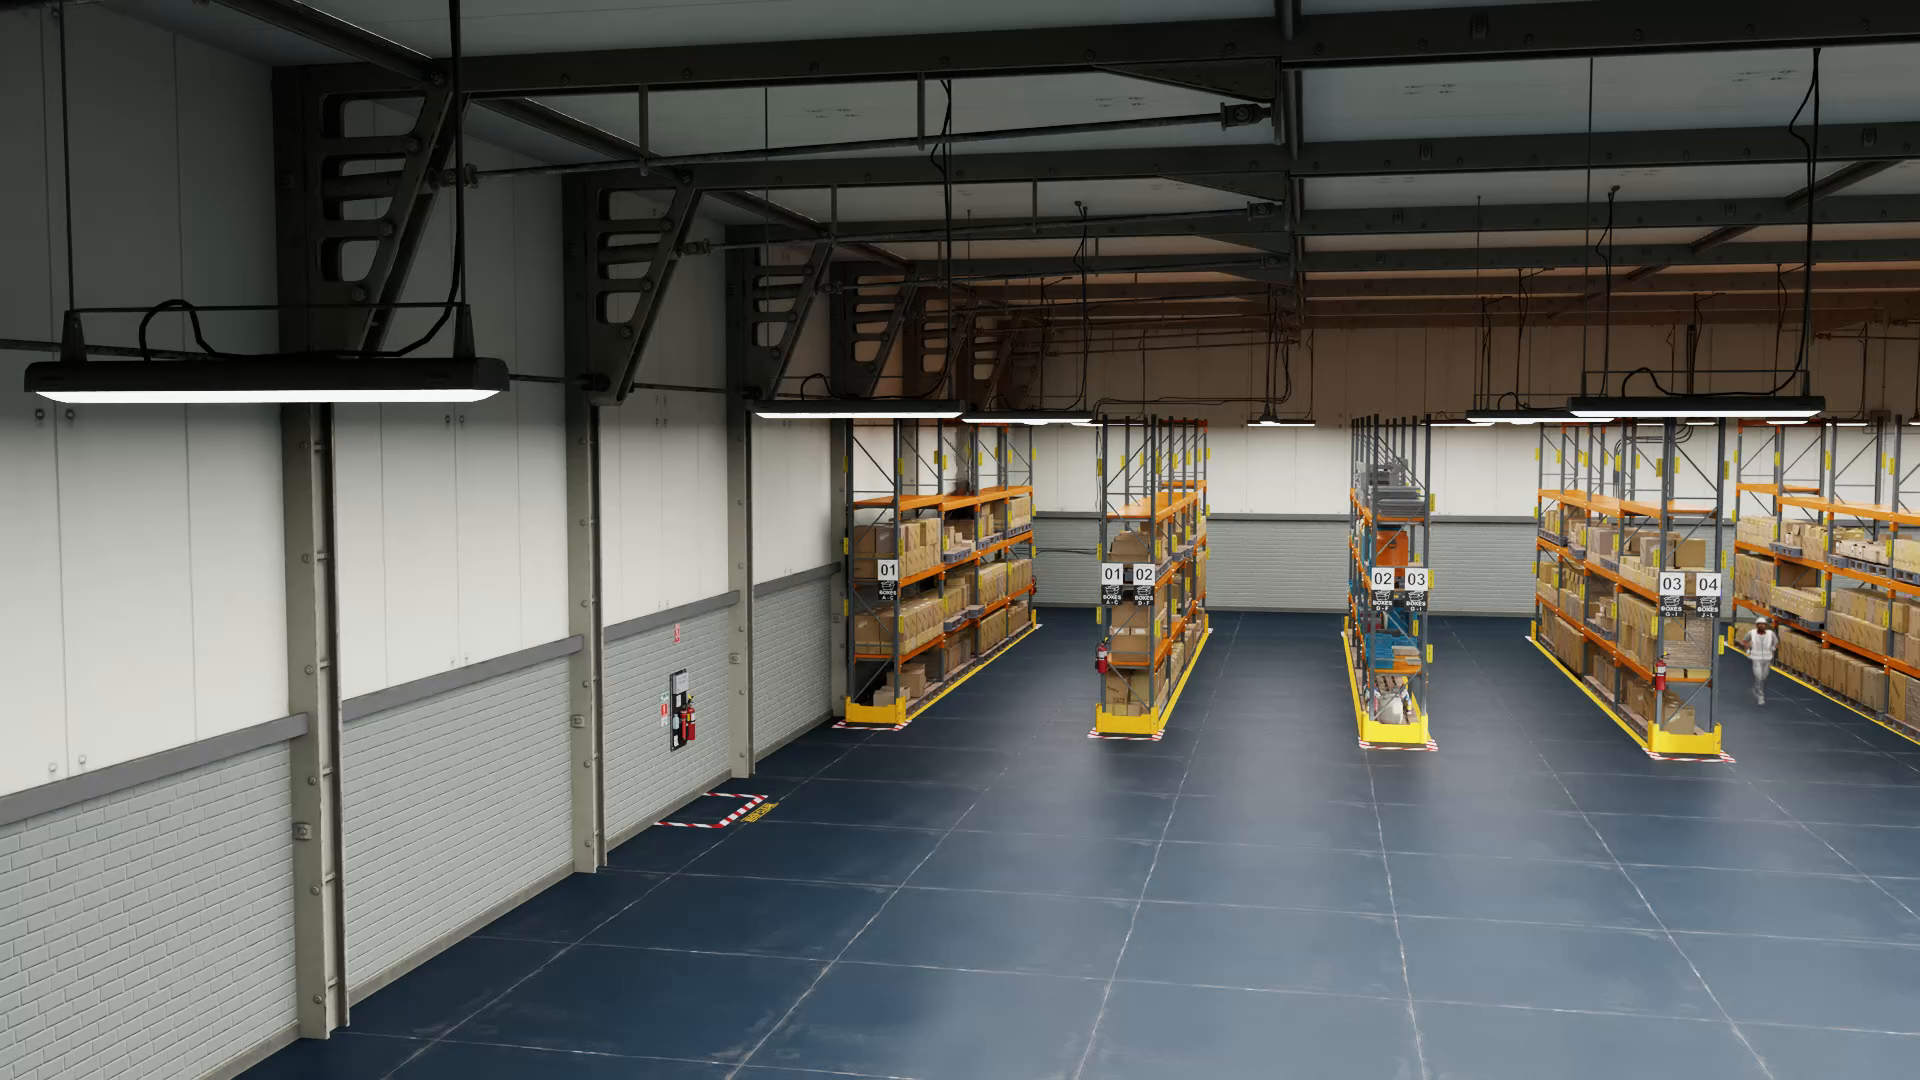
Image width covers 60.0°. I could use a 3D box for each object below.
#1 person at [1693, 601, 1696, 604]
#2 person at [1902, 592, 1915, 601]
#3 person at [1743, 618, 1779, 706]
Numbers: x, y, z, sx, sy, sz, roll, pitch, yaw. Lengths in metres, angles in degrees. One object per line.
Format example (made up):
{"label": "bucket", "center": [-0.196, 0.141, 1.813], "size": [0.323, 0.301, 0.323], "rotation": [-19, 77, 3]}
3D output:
{"label": "person", "center": [20.187, 1.922, 45.174], "size": [0.681, 1.653, 0.732], "rotation": [-1, 4, -12]}
{"label": "person", "center": [25.305, 1.989, 44.363], "size": [0.735, 1.568, 0.547], "rotation": [1, 4, 13]}
{"label": "person", "center": [16.770, 2.512, 34.786], "size": [0.665, 1.796, 0.925], "rotation": [1, 4, 13]}
